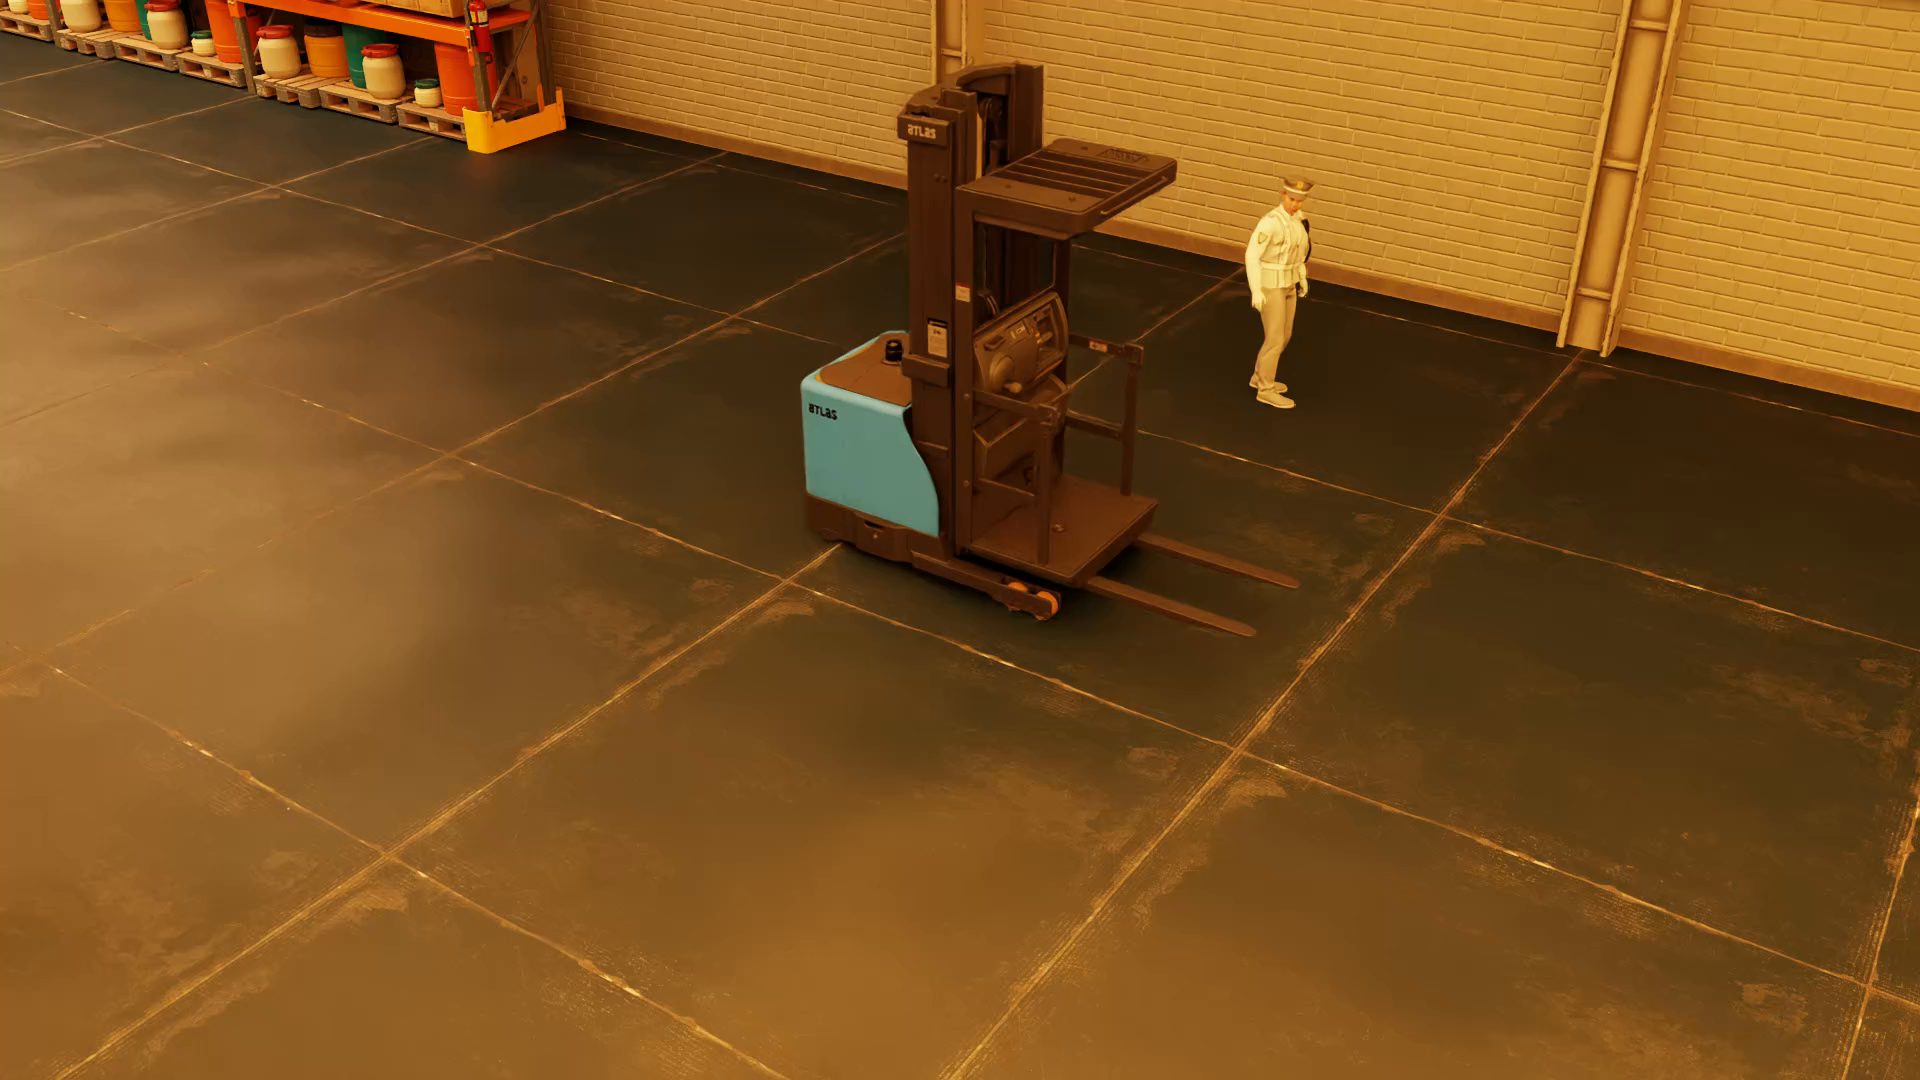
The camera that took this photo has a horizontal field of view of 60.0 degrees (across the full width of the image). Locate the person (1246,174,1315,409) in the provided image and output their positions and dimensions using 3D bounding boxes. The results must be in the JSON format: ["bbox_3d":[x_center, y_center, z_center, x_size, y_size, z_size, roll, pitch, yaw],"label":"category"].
[{"bbox_3d":[2.336,-1.797,11.945,0.451,1.660,0.677,21,36,31],"label":"person"}]

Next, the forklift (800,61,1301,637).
[{"bbox_3d":[0.528,-1.103,9.480,3.031,2.935,1.130,18,35,29],"label":"forklift"}]
